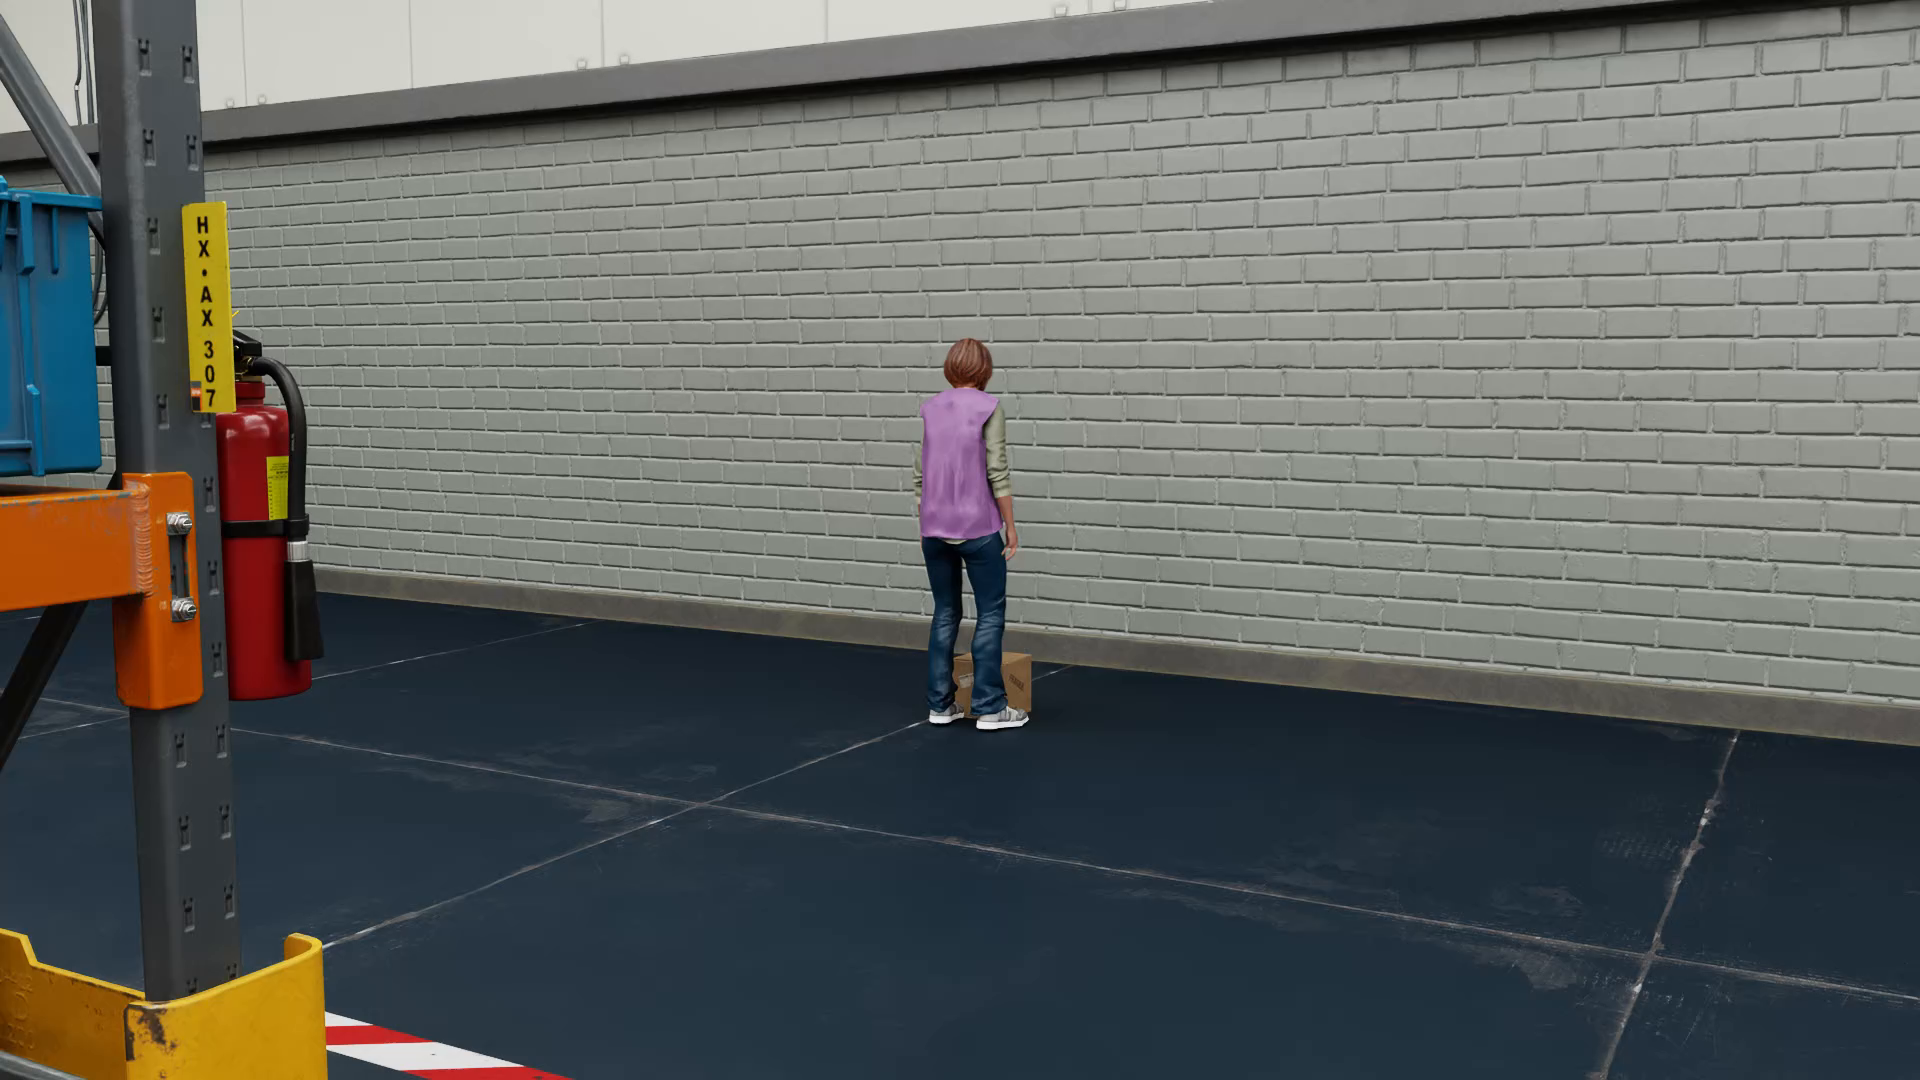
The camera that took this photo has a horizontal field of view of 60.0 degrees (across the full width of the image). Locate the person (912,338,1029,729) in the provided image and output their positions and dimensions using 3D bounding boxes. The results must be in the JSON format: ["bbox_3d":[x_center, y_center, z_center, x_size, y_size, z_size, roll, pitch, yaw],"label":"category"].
[{"bbox_3d":[0.021,-0.026,6.815,0.465,1.592,0.348,4,7,31],"label":"person"}]
